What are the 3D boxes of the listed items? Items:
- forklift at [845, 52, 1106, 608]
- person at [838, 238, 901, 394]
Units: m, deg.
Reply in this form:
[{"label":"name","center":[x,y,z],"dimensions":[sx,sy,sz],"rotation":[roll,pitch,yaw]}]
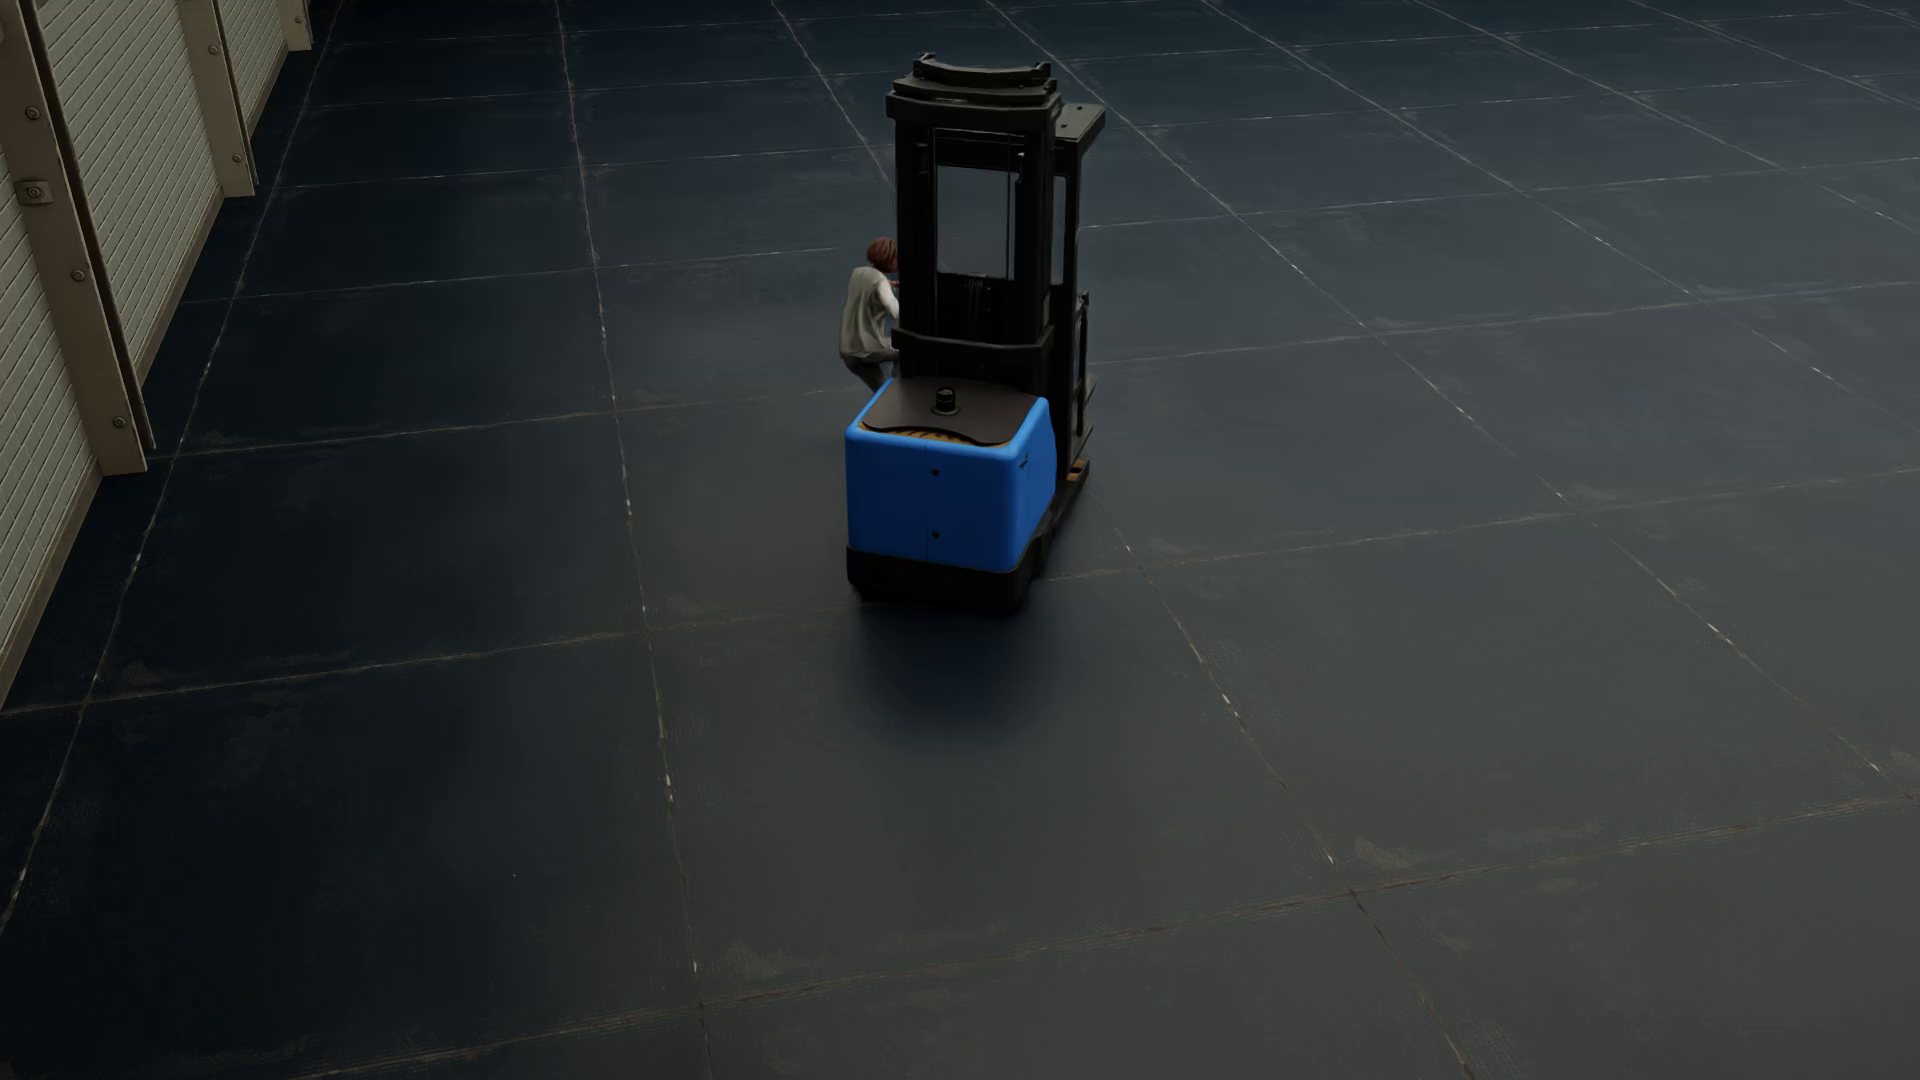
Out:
[{"label":"forklift","center":[0.243,-1.597,10.334],"dimensions":[1.130,2.935,3.031],"rotation":[9,31,15]},{"label":"person","center":[-0.410,-1.333,11.149],"dimensions":[0.848,1.359,0.819],"rotation":[20,36,30]}]
